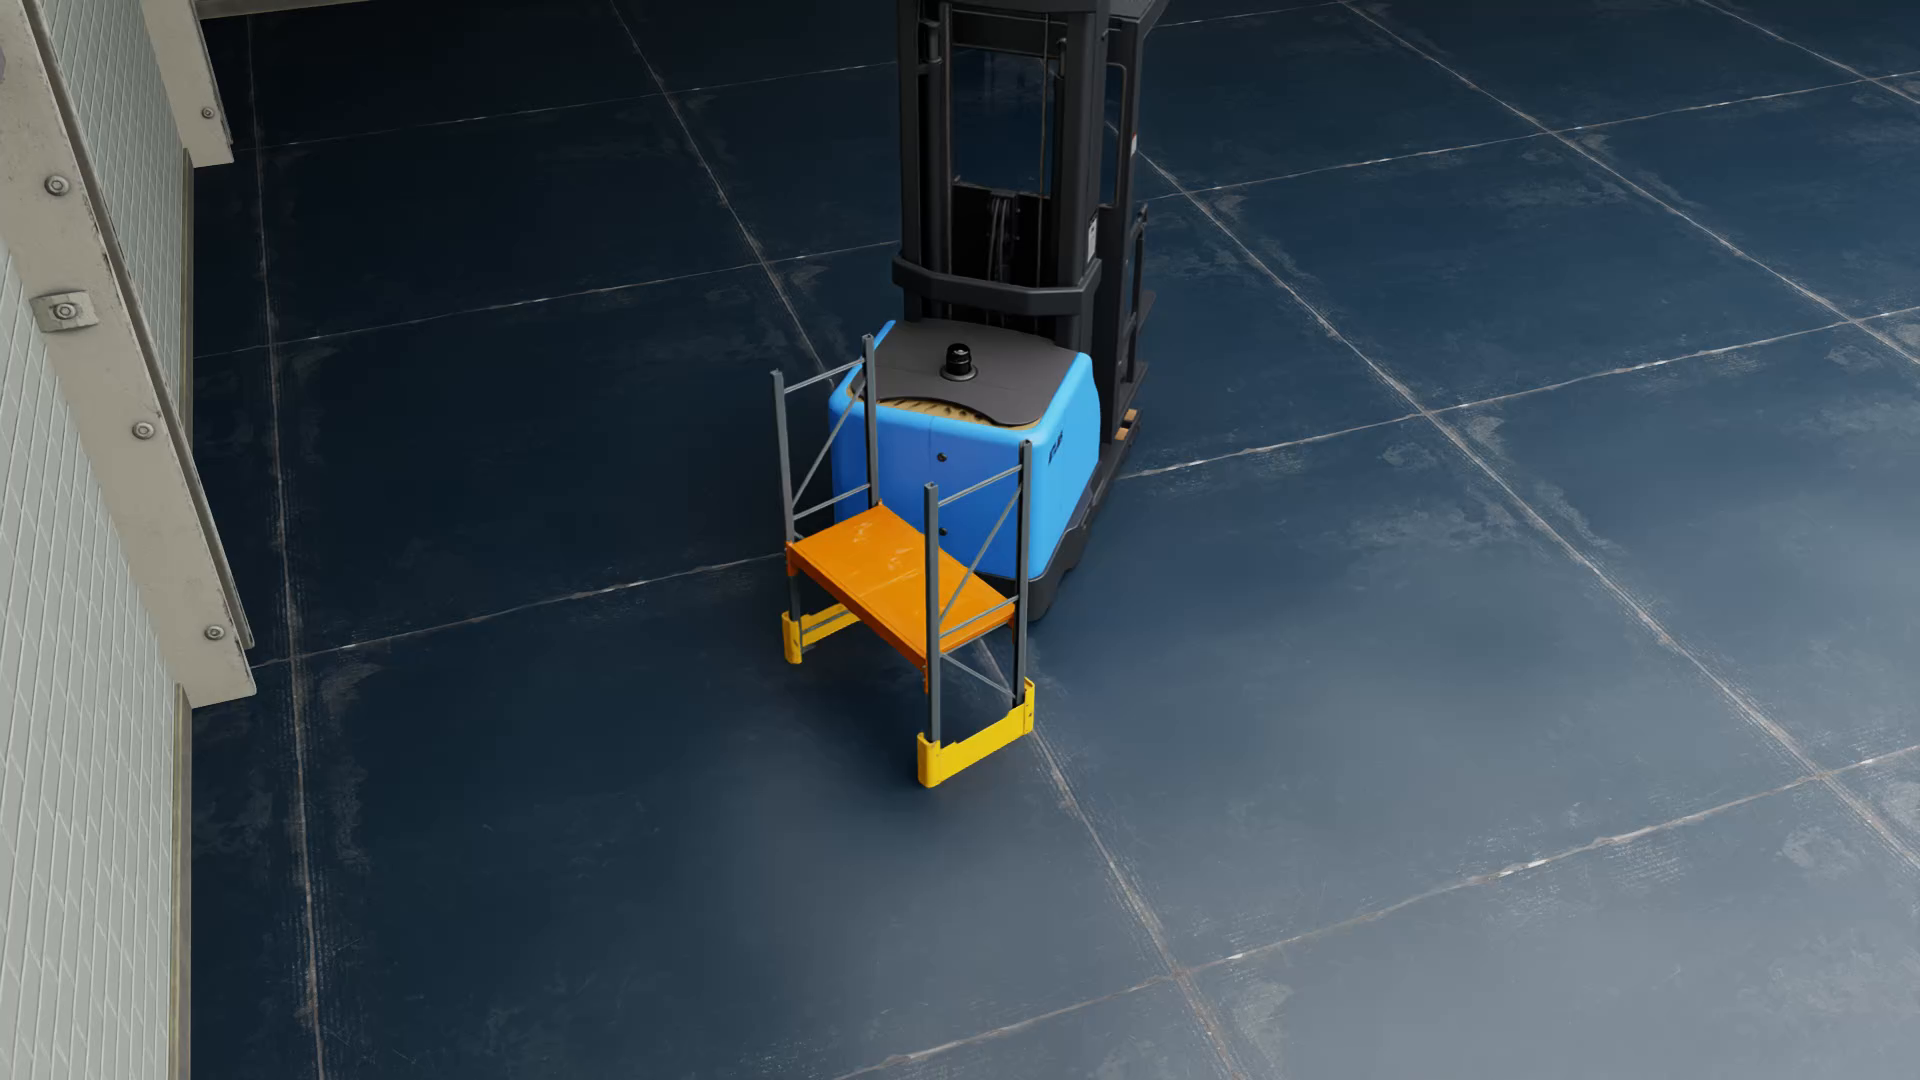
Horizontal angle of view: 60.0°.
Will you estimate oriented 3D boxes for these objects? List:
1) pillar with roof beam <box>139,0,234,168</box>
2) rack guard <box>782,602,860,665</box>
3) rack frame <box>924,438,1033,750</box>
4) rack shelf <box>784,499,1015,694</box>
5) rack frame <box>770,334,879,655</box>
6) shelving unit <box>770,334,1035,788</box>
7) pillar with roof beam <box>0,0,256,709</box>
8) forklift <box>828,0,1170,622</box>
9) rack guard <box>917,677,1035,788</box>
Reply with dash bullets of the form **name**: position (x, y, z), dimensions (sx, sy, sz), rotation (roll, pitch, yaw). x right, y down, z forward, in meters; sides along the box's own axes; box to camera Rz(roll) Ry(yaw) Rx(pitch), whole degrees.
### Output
- **pillar with roof beam**: position (-1.367, -7.269, 10.481), dimensions (9.100, 9.000, 0.400), rotation (-12, 39, -16)
- **rack guard**: position (-0.553, 0.344, 7.646), dimensions (0.587, 0.250, 0.087), rotation (-26, 44, -30)
- **rack frame**: position (0.072, 0.312, 6.649), dimensions (0.500, 1.500, 0.032), rotation (-26, 44, -30)
- **rack shelf**: position (-0.247, 0.218, 7.074), dimensions (0.538, 0.185, 1.000), rotation (-26, 44, -30)
- **rack frame**: position (-0.565, -0.165, 7.282), dimensions (0.500, 1.500, 0.032), rotation (-26, 44, -30)
- **shelving unit**: position (-0.241, 0.078, 6.960), dimensions (0.587, 1.500, 1.083), rotation (-26, 44, -30)
- **pillar with roof beam**: position (0.698, -3.880, 5.981), dimensions (9.100, 9.000, 0.400), rotation (-12, 39, -16)
- **forklift**: position (0.355, -1.678, 8.102), dimensions (1.130, 2.935, 3.031), rotation (12, 39, 15)
- **rack guard**: position (0.071, 0.811, 7.026), dimensions (0.587, 0.250, 0.087), rotation (-26, 44, -30)
